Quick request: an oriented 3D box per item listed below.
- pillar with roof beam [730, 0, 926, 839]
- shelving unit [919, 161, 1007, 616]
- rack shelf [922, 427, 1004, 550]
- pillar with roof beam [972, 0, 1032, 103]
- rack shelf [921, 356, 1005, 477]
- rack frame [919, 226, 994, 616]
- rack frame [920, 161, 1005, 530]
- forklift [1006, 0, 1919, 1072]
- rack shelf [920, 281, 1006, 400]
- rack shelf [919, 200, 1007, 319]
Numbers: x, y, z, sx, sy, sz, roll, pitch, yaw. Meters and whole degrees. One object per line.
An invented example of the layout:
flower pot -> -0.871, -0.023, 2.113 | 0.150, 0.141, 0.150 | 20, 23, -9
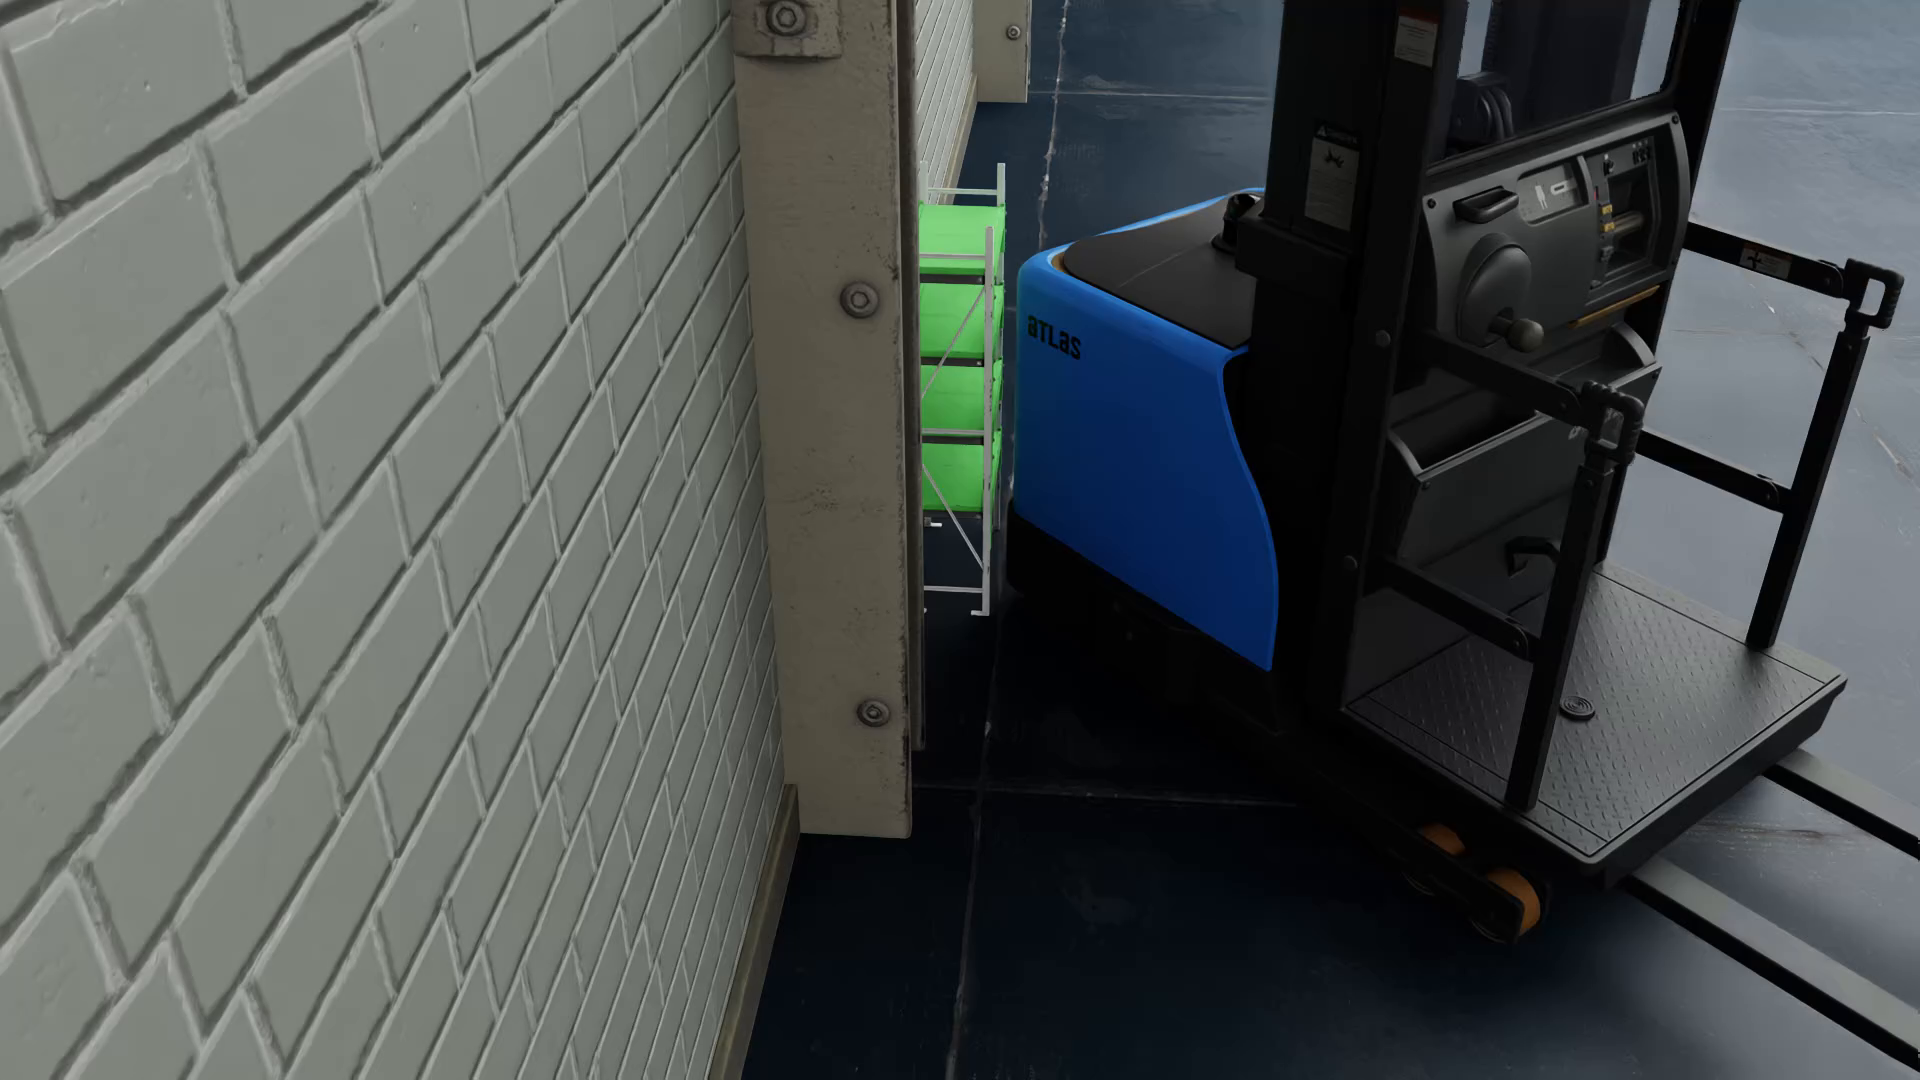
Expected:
pillar with roof beam -> 4.031, -3.028, 1.586 | 9.100, 9.000, 0.400 | 2, 32, 4
shelving unit -> -0.013, -0.424, 4.795 | 0.258, 1.200, 0.503 | 2, 32, 4
rack shelf -> -0.013, -0.166, 4.954 | 0.258, 0.148, 0.480 | 2, 32, 4
pillar with roof beam -> 4.519, -6.165, 6.677 | 9.100, 9.000, 0.400 | 2, 32, 4
rack shelf -> -0.013, -0.370, 4.828 | 0.258, 0.148, 0.480 | 2, 32, 4
rack frame -> -0.033, -0.297, 4.588 | 0.240, 1.200, 0.015 | 2, 32, 4
rack frame -> 0.006, -0.552, 5.002 | 0.240, 1.200, 0.015 | 2, 32, 4
forklift -> 1.444, -0.635, 3.486 | 1.130, 2.935, 3.031 | -23, 38, -32
rack shelf -> -0.013, -0.574, 4.702 | 0.258, 0.148, 0.480 | 2, 32, 4
rack shelf -> -0.013, -0.778, 4.576 | 0.258, 0.148, 0.480 | 2, 32, 4
